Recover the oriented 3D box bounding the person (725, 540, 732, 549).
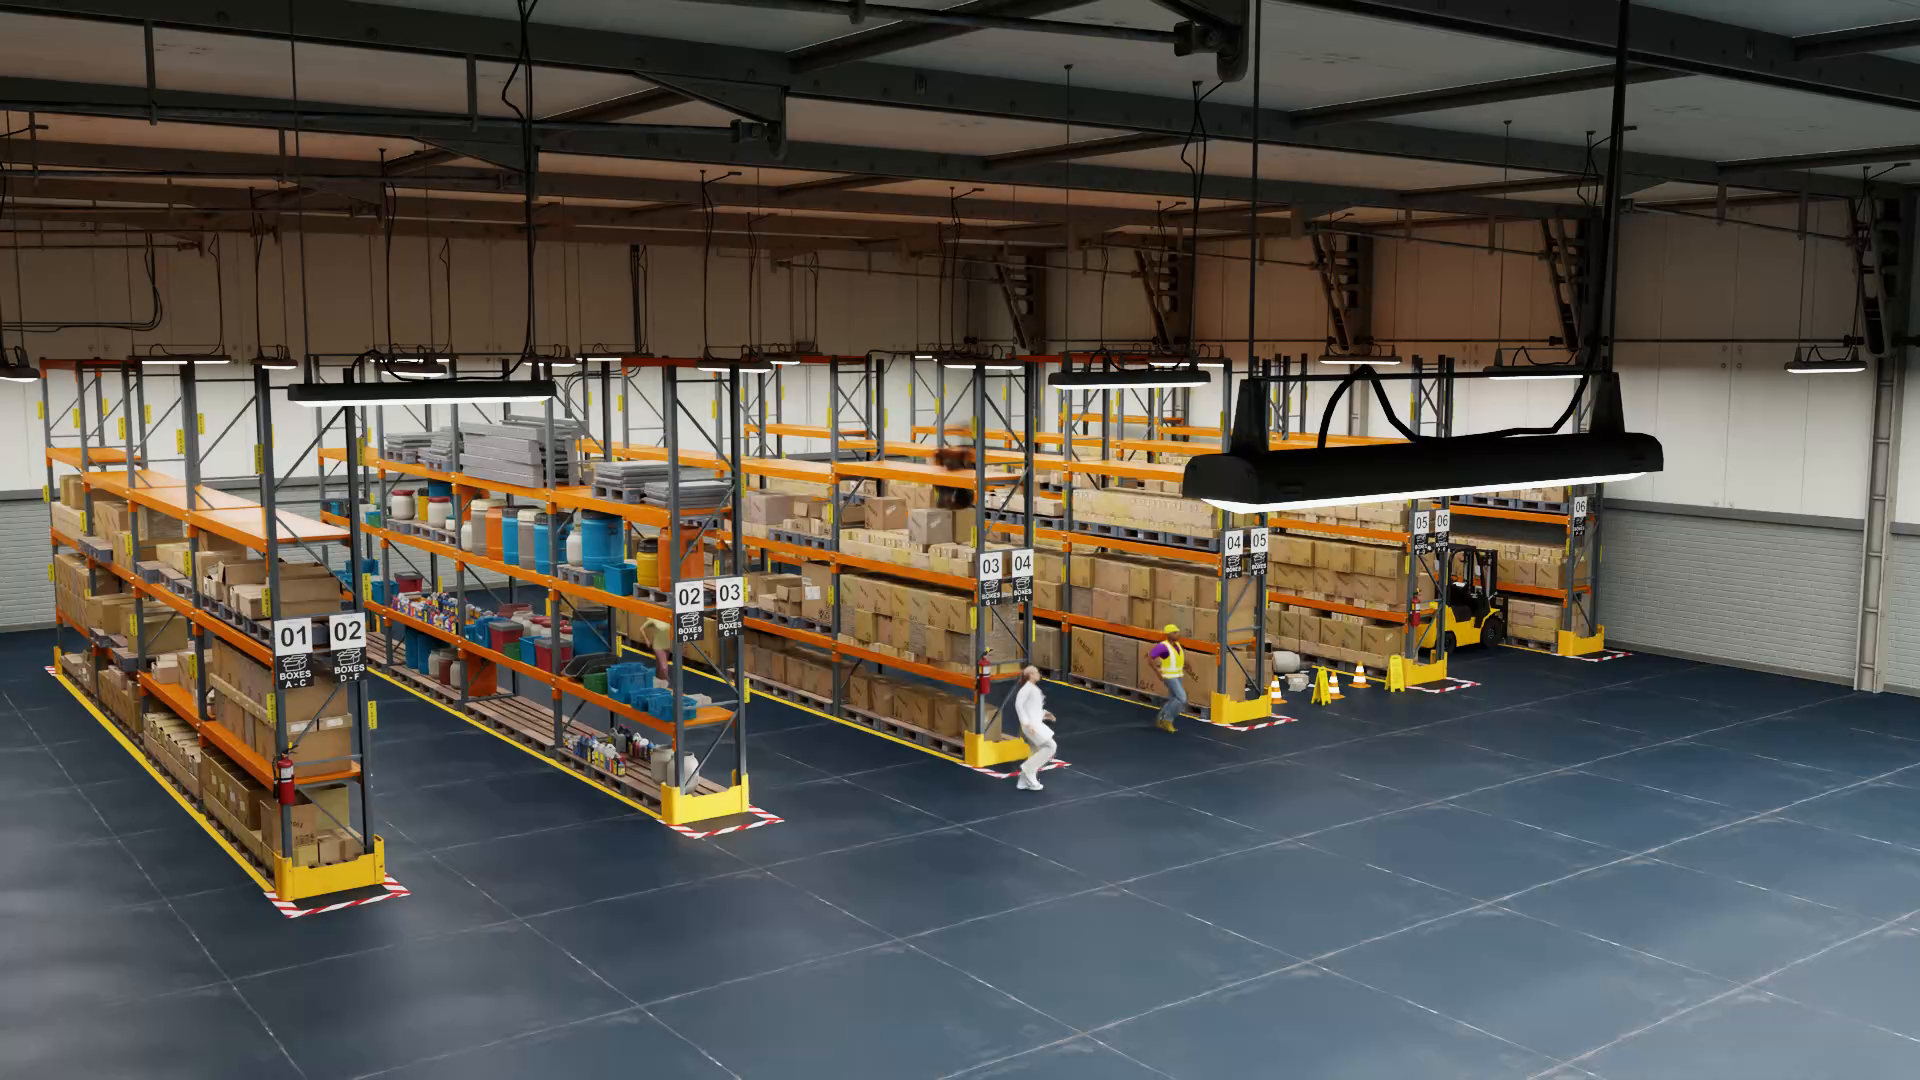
[{"bbox_3d":[-5.426,0.832,38.635,0.693,1.787,0.682,-5,8,-36],"label":"person"}]

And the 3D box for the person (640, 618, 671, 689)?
[{"bbox_3d":[-5.290,1.947,29.473,0.904,1.692,0.562,6,9,43],"label":"person"}]

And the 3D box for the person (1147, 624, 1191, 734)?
[{"bbox_3d":[3.445,2.243,26.927,0.613,1.752,0.679,5,8,36],"label":"person"}]

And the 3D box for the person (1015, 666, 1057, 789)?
[{"bbox_3d":[1.075,2.648,23.598,0.589,1.720,0.704,0,7,2],"label":"person"}]
